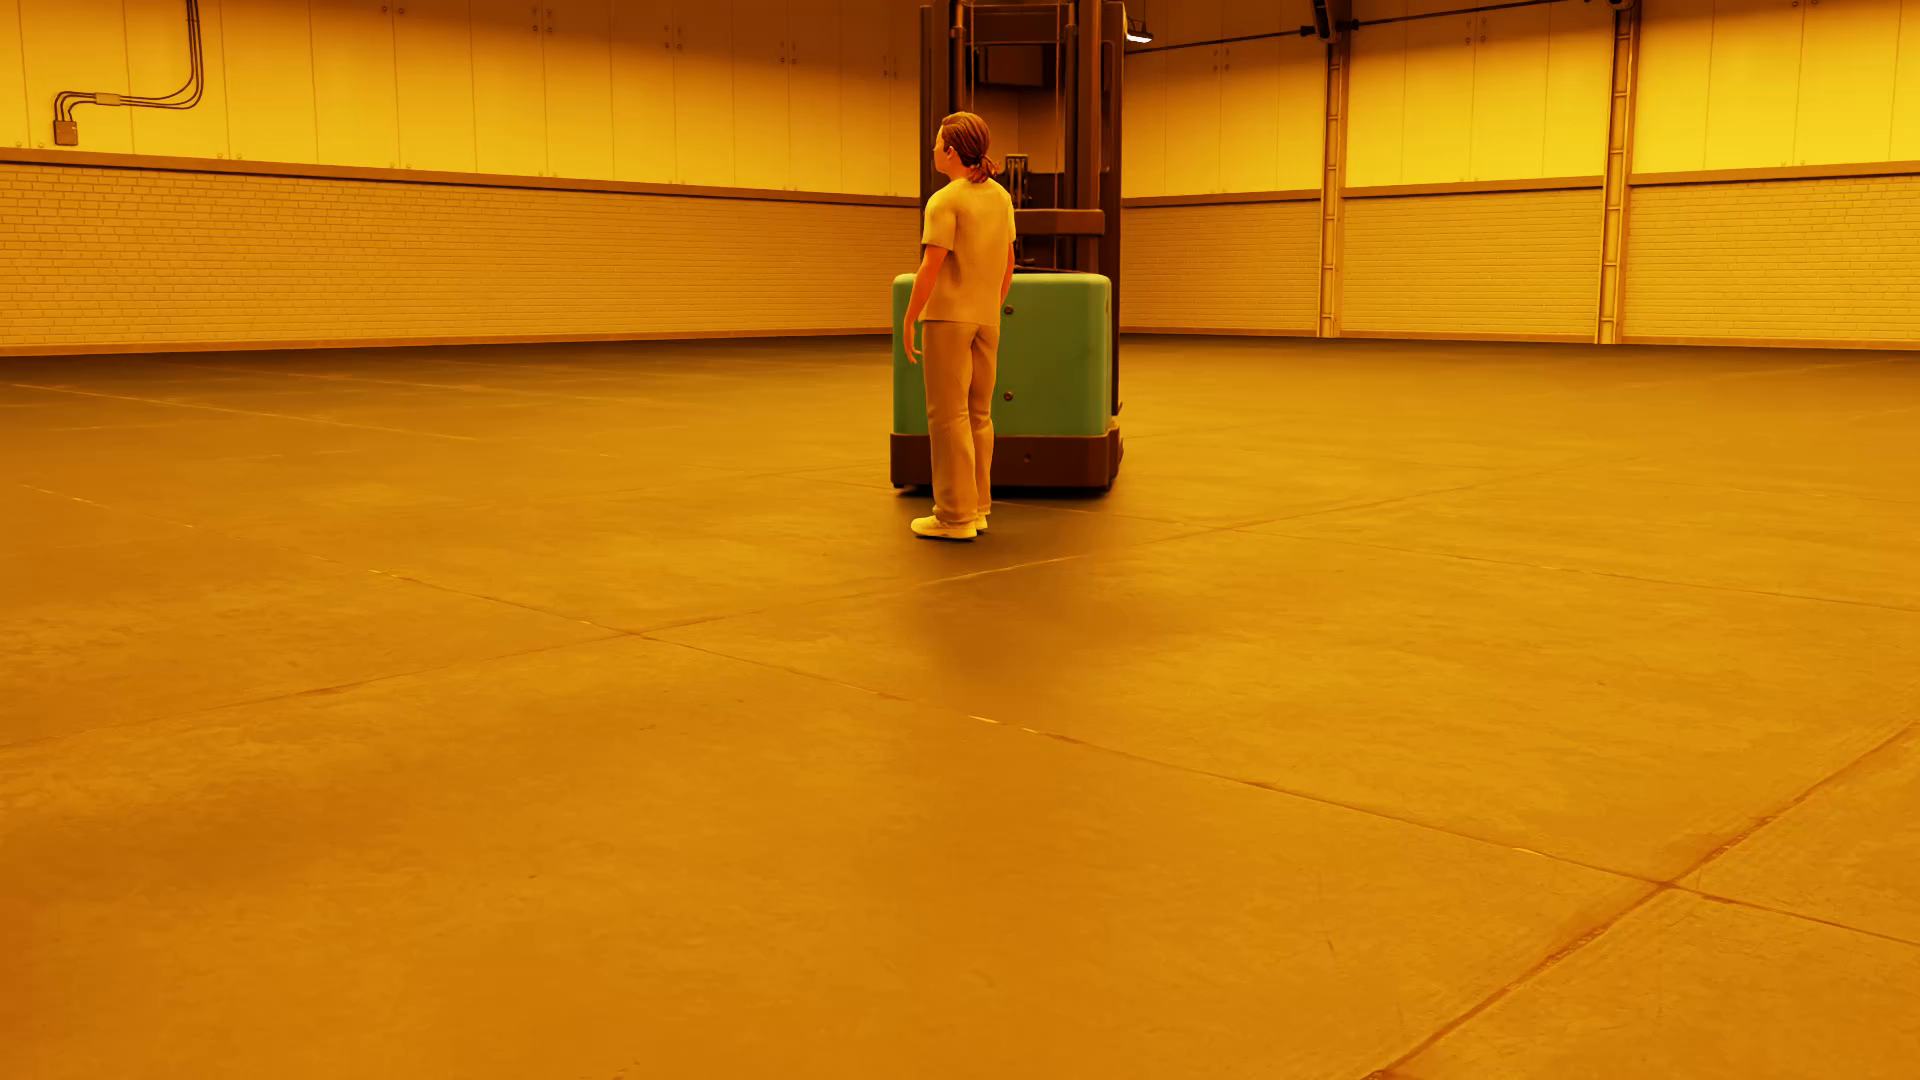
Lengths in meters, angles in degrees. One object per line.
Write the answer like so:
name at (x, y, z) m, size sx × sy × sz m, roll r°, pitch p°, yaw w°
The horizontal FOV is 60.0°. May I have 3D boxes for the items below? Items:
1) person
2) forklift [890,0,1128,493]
person at (-0.044, -0.845, 6.652) m, size 0.548 × 1.673 × 0.549 m, roll 8°, pitch 12°, yaw 43°
forklift at (0.358, -1.861, 9.236) m, size 1.130 × 2.935 × 3.031 m, roll 1°, pitch 9°, yaw 7°
